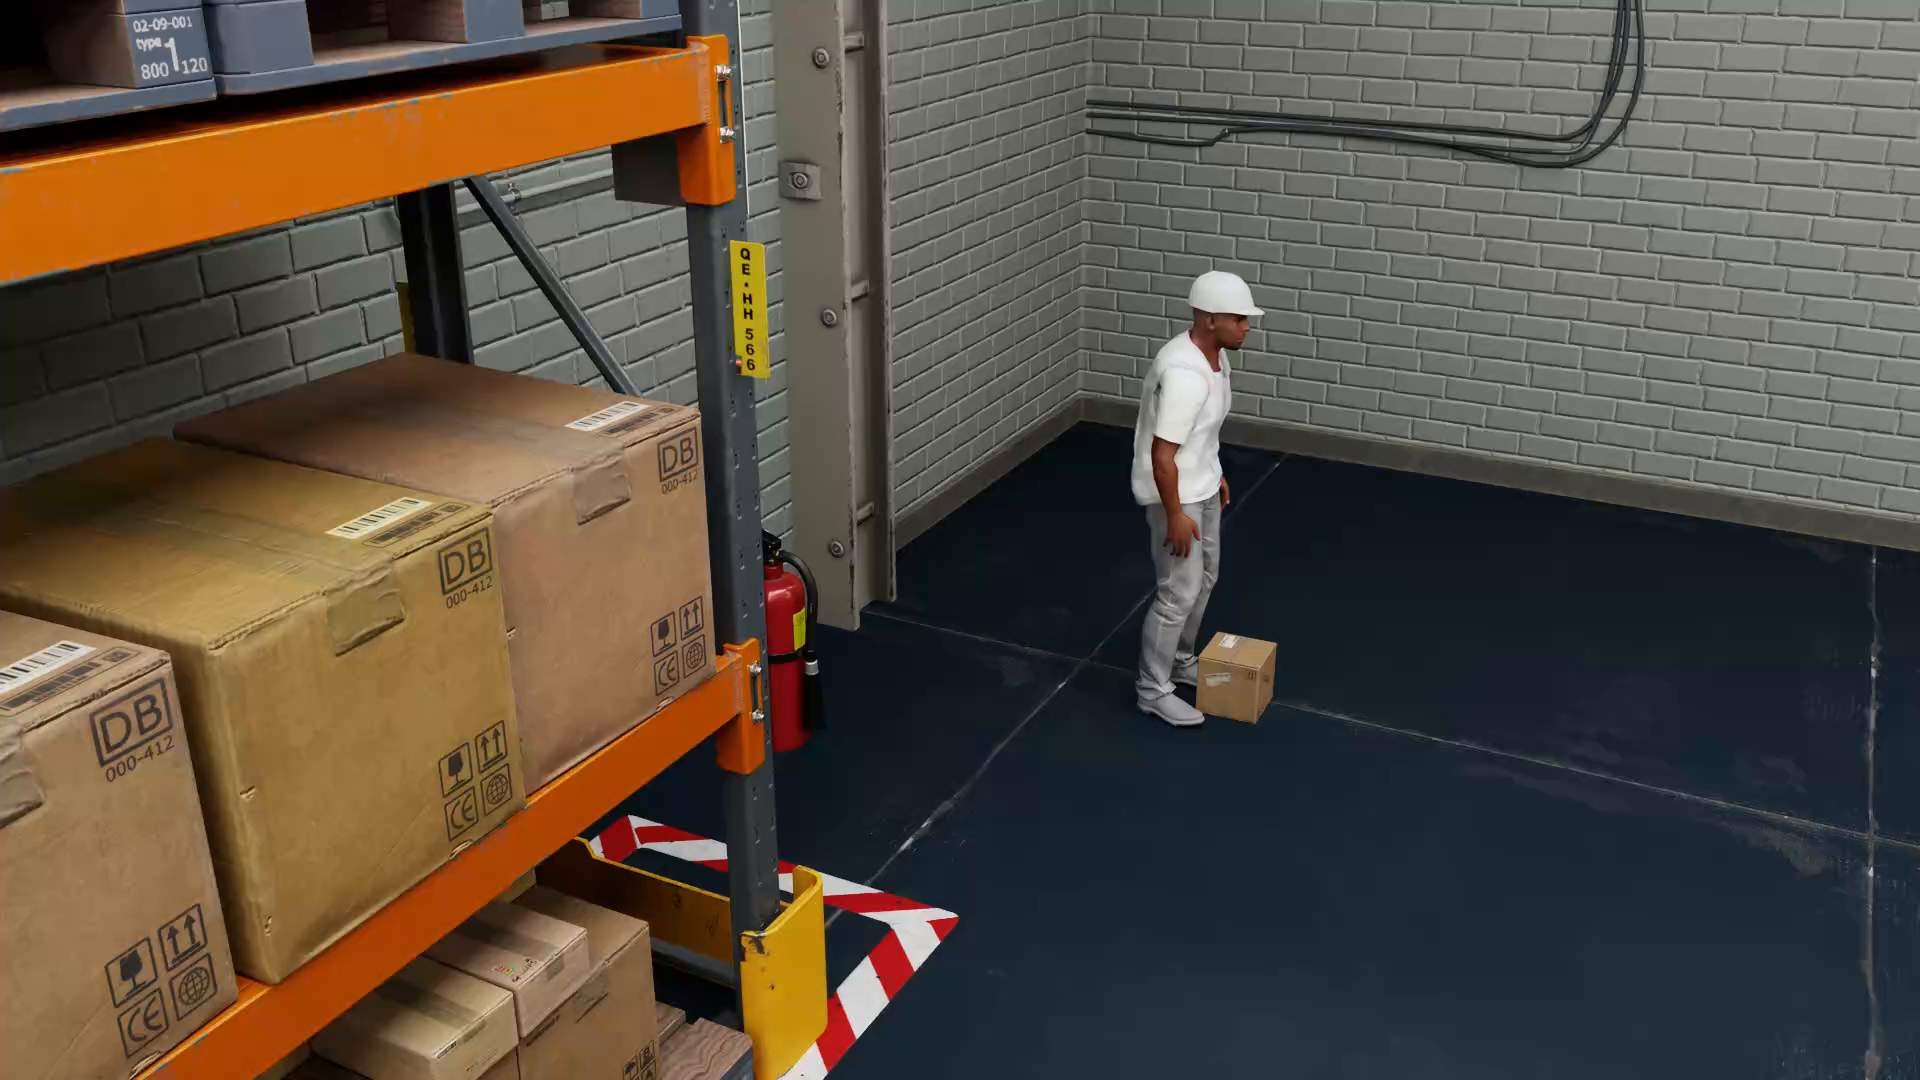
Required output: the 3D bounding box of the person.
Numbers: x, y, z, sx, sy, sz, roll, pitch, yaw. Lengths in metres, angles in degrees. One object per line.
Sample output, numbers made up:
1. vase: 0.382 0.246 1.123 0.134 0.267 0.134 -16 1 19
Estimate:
1. person: 0.909 -0.507 6.374 0.454 1.060 0.636 10 24 22
